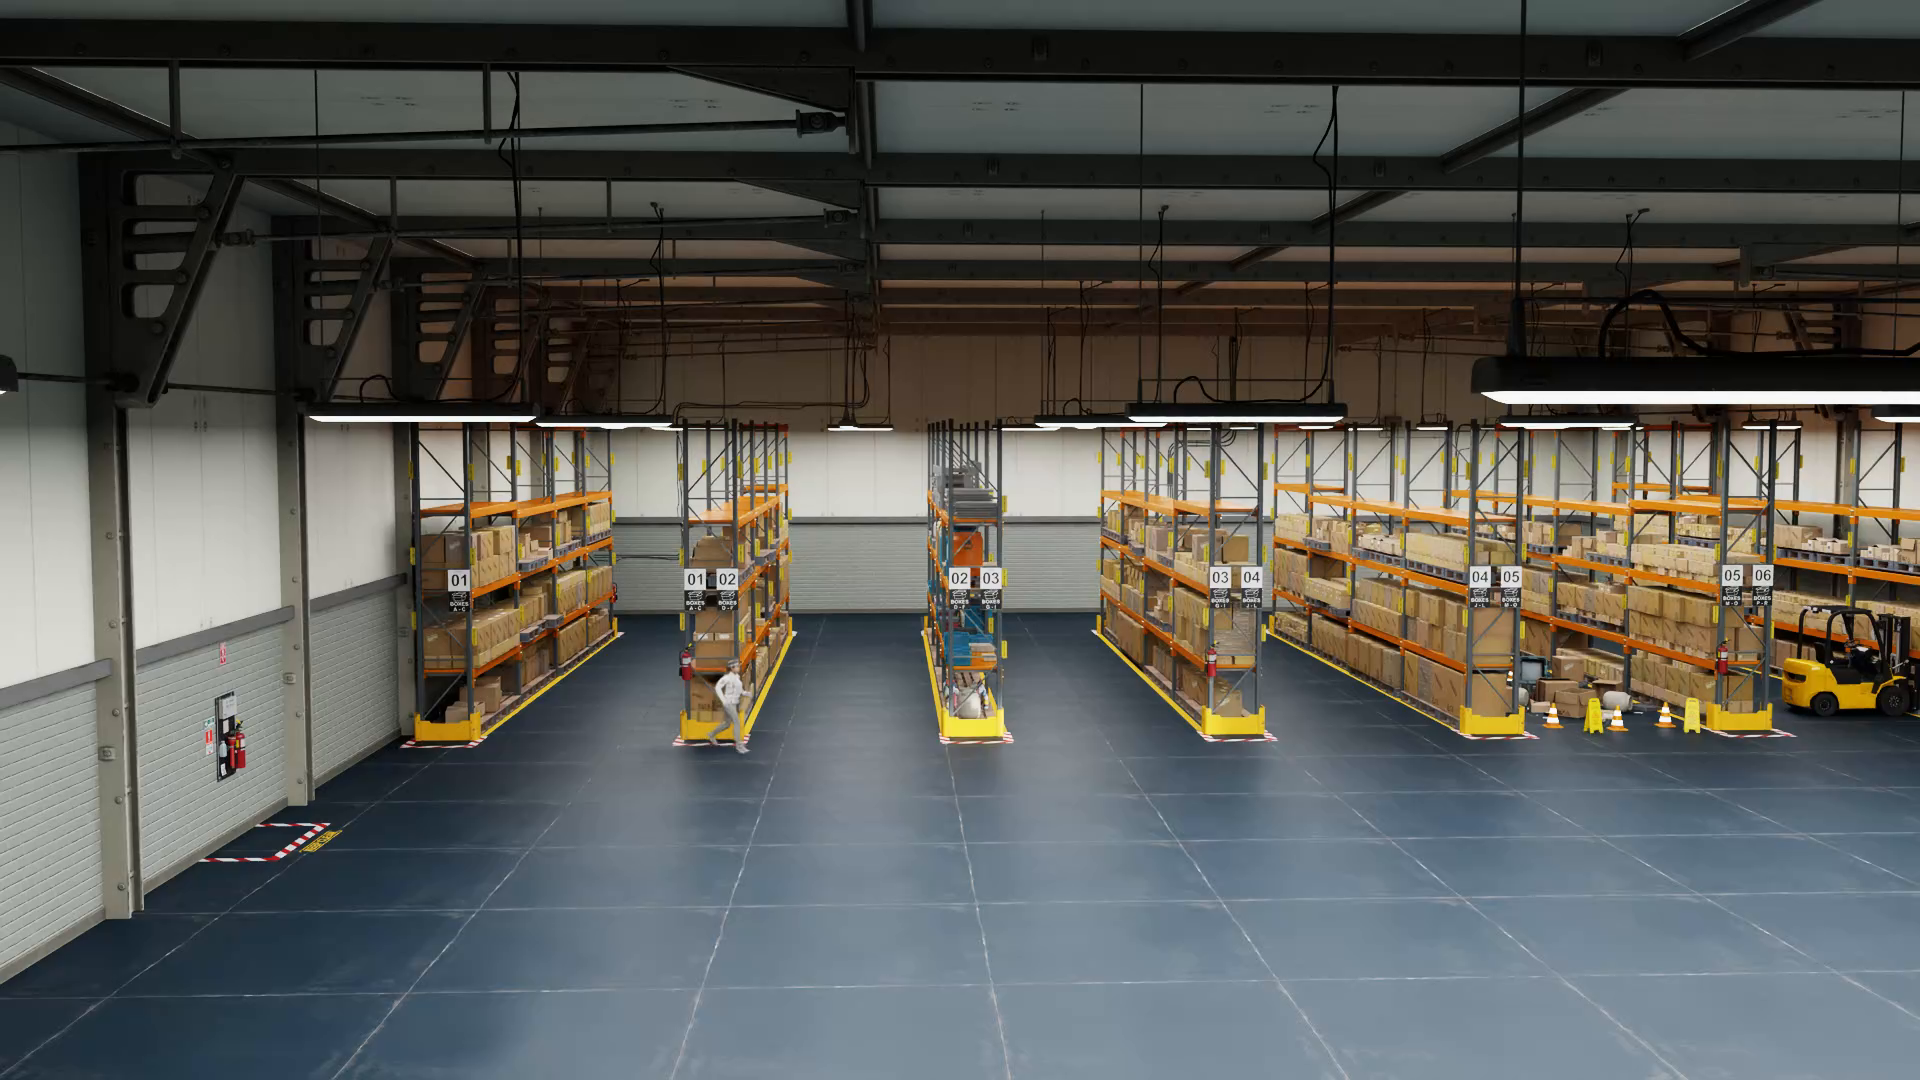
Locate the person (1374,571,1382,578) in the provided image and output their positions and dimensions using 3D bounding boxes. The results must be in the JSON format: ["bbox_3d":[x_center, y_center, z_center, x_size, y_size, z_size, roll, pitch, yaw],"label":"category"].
[{"bbox_3d":[12.852,1.588,50.930,0.787,1.798,0.652,-2,4,-26],"label":"person"}]

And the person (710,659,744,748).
[{"bbox_3d":[-4.223,2.921,29.968,0.720,1.595,0.374,1,4,17],"label":"person"}]

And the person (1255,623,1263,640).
[{"bbox_3d":[6.841,2.446,39.512,0.637,1.349,0.763,0,4,-5],"label":"person"}]
